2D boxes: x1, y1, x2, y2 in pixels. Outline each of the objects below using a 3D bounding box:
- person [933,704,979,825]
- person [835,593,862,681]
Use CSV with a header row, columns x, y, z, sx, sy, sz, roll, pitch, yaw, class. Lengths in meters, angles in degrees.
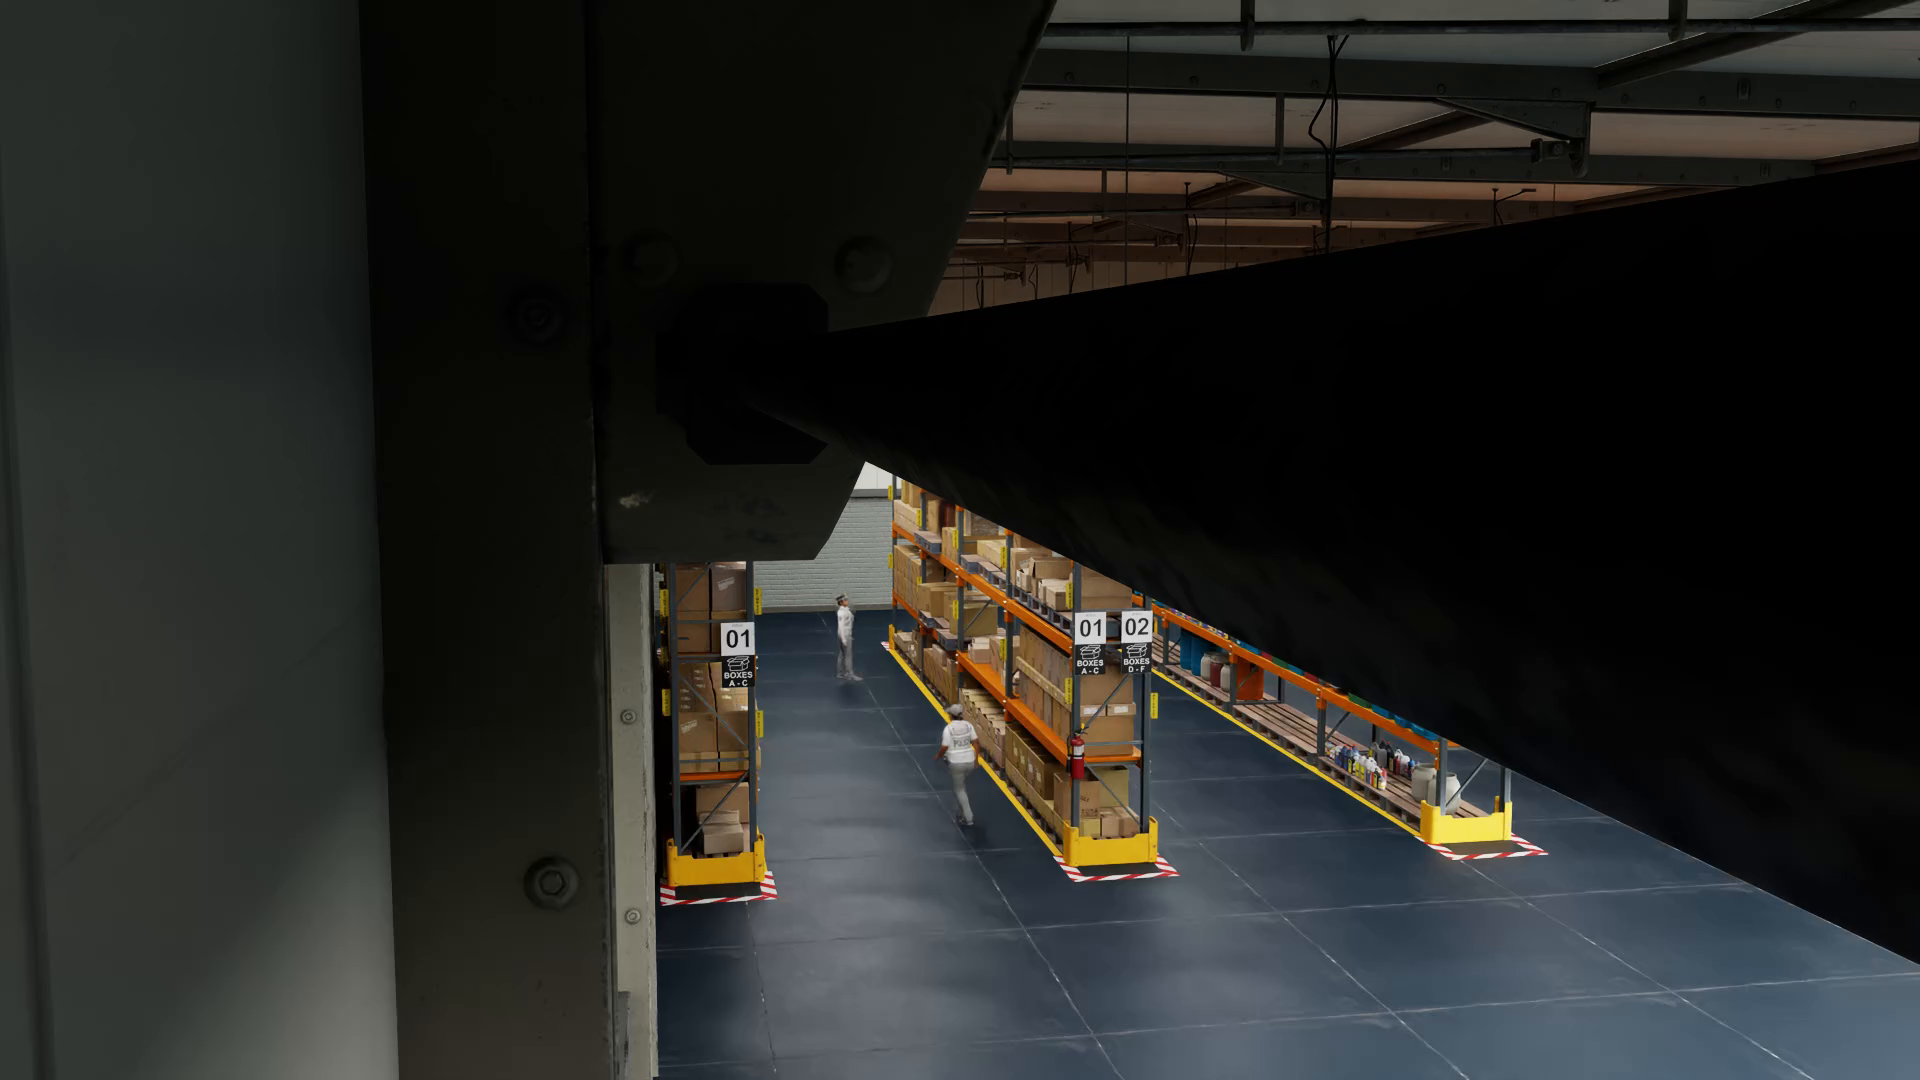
x,y,z,sx,sy,sz,roll,pitch,yaw,class
-0.043,3.109,22.804,0.545,1.721,0.674,-6,9,-44,person
-2.163,1.869,32.319,0.531,1.694,0.506,0,6,0,person
